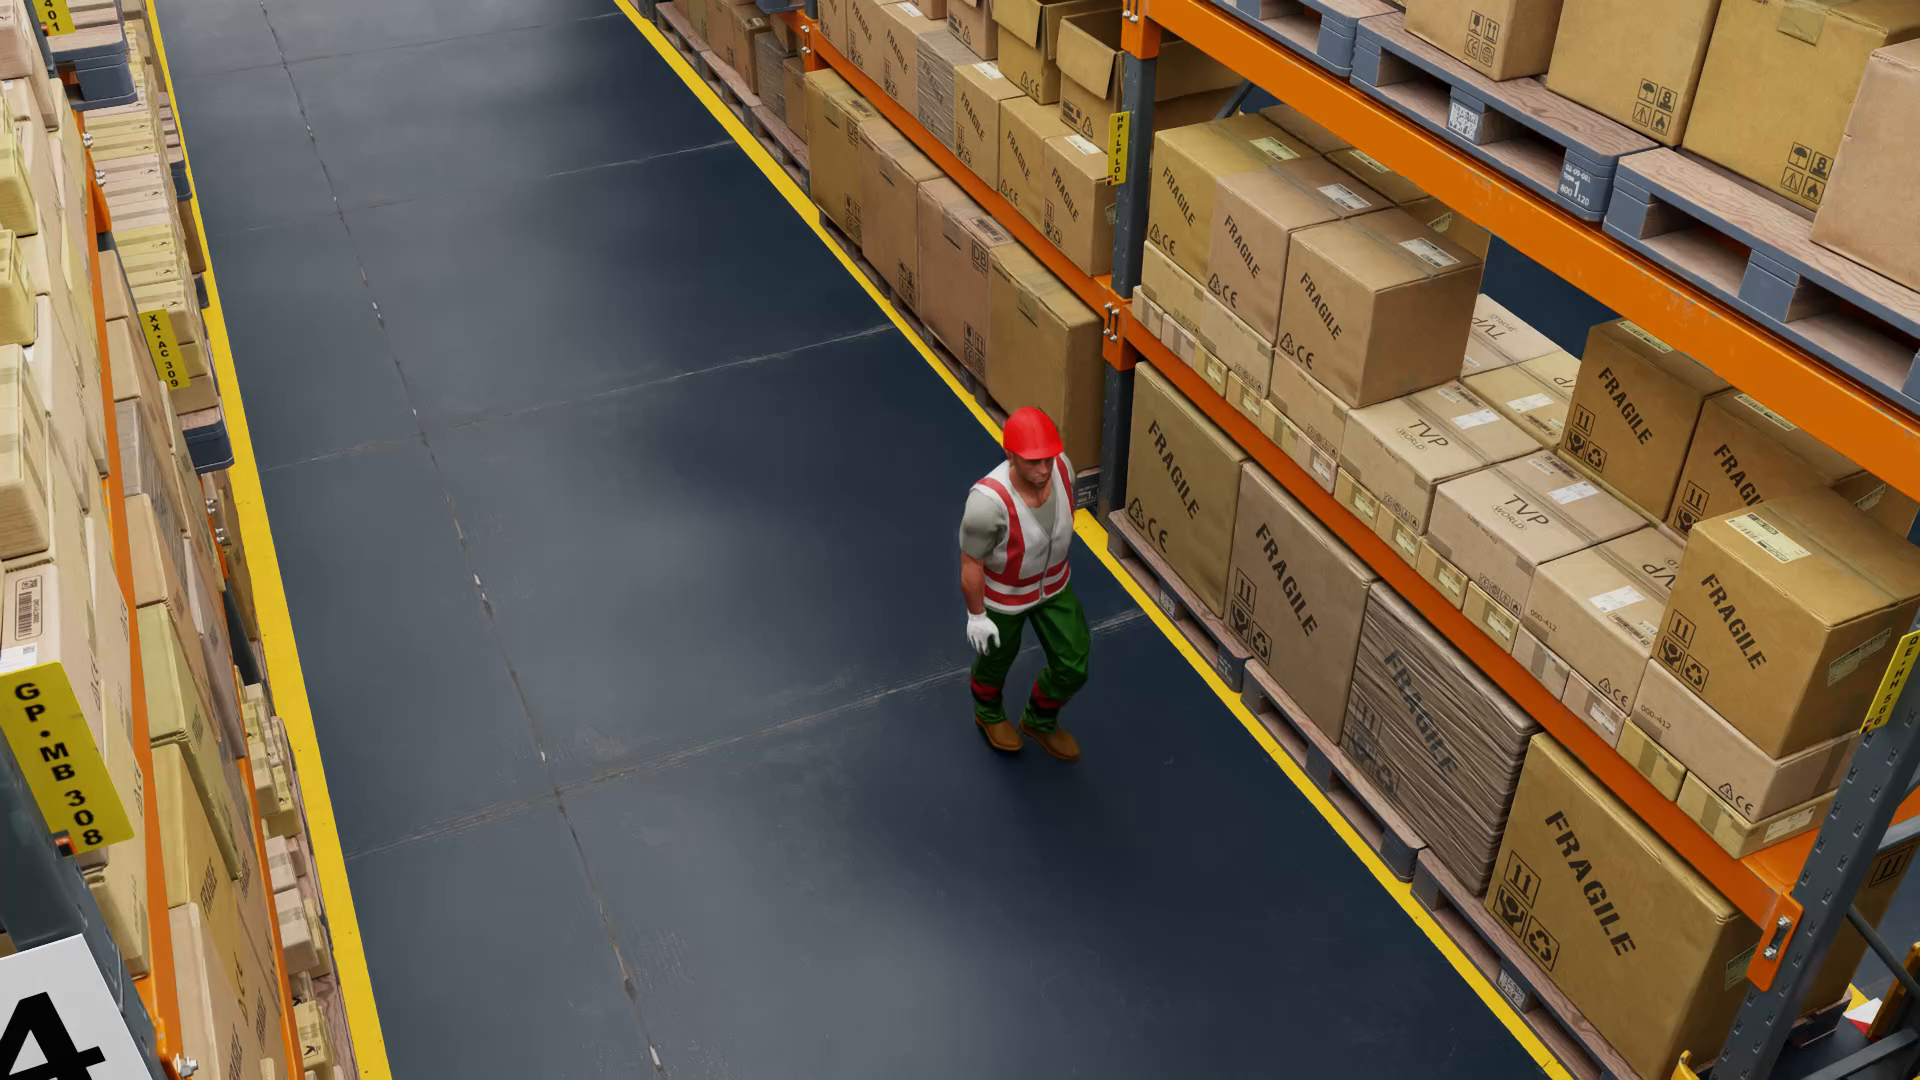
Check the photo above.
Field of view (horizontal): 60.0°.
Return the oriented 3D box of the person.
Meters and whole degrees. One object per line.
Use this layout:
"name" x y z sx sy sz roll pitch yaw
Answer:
"person" 0.233 0.197 6.558 0.580 1.784 0.528 -21 42 -25
